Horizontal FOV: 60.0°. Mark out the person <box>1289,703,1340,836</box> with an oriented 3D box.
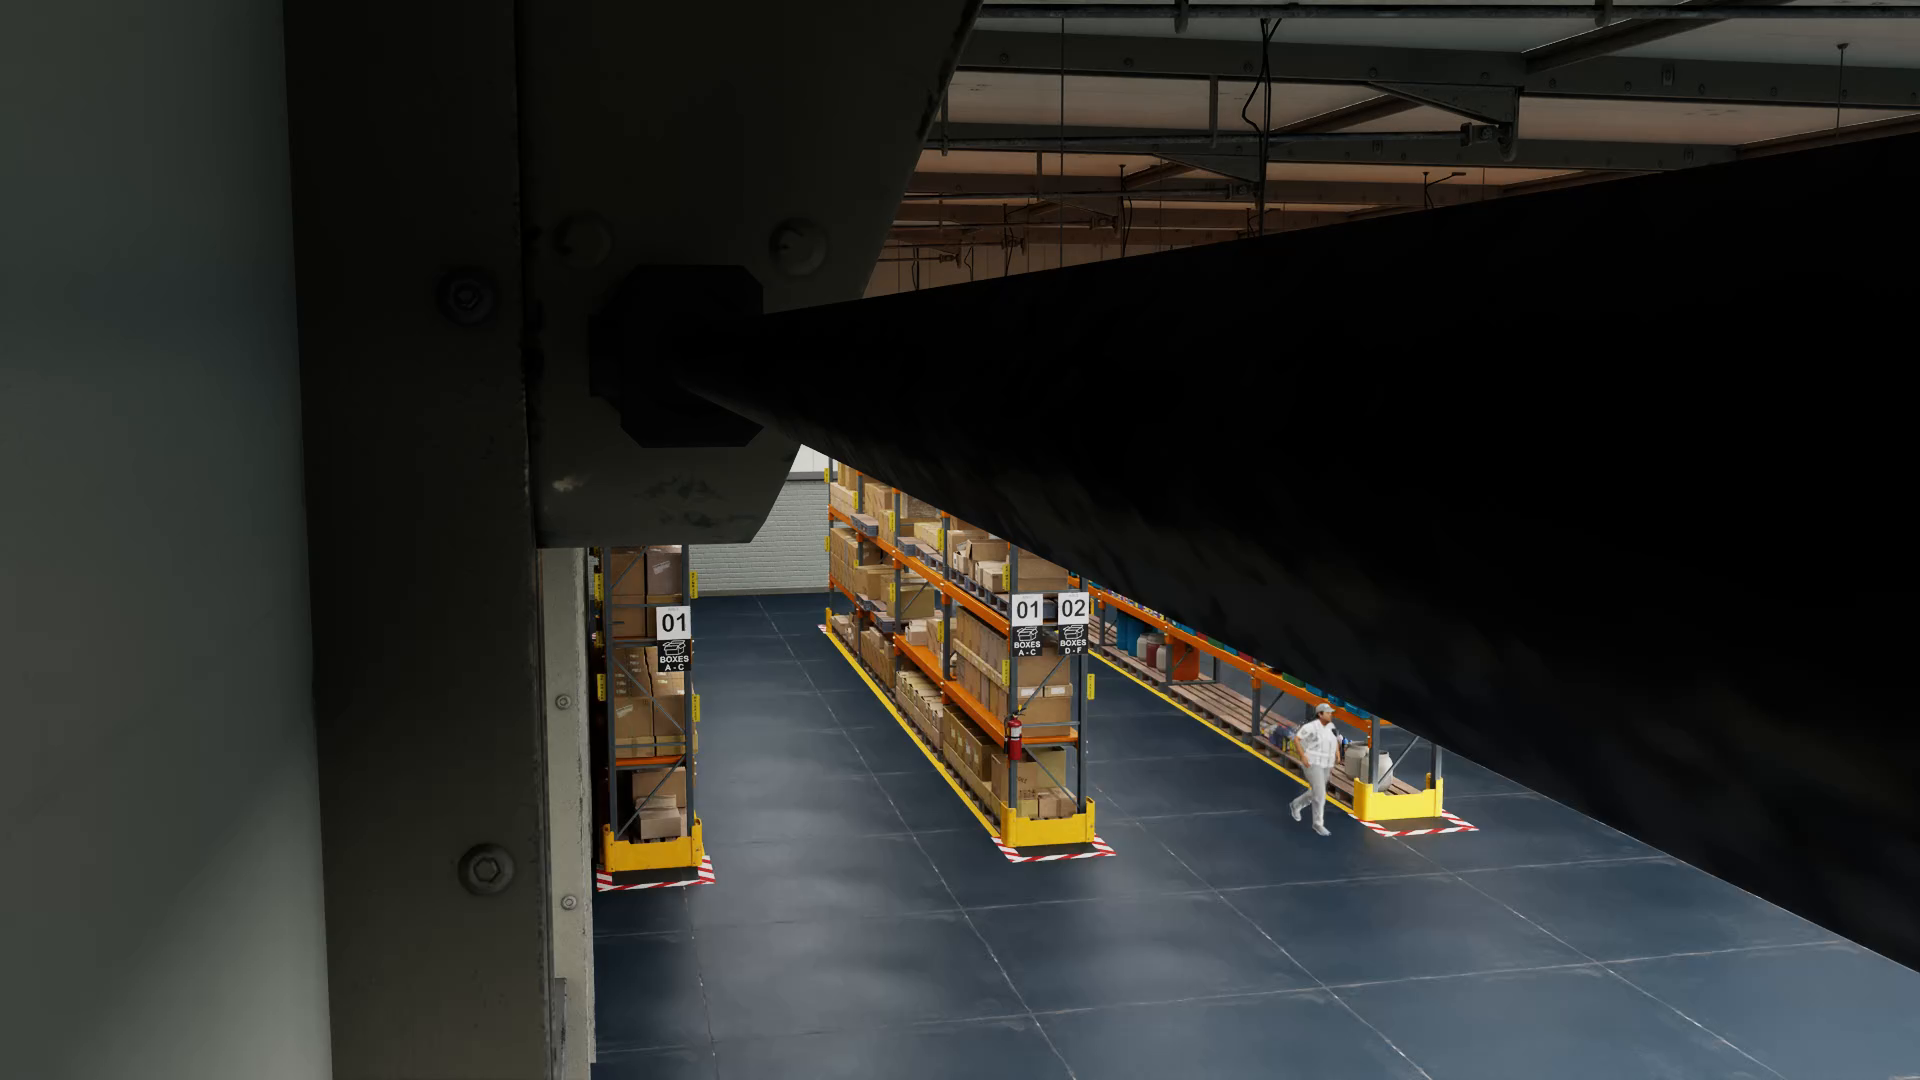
[{"bbox_3d":[4.679,2.955,21.746,0.626,1.666,0.783,-5,8,-35],"label":"person"}]
